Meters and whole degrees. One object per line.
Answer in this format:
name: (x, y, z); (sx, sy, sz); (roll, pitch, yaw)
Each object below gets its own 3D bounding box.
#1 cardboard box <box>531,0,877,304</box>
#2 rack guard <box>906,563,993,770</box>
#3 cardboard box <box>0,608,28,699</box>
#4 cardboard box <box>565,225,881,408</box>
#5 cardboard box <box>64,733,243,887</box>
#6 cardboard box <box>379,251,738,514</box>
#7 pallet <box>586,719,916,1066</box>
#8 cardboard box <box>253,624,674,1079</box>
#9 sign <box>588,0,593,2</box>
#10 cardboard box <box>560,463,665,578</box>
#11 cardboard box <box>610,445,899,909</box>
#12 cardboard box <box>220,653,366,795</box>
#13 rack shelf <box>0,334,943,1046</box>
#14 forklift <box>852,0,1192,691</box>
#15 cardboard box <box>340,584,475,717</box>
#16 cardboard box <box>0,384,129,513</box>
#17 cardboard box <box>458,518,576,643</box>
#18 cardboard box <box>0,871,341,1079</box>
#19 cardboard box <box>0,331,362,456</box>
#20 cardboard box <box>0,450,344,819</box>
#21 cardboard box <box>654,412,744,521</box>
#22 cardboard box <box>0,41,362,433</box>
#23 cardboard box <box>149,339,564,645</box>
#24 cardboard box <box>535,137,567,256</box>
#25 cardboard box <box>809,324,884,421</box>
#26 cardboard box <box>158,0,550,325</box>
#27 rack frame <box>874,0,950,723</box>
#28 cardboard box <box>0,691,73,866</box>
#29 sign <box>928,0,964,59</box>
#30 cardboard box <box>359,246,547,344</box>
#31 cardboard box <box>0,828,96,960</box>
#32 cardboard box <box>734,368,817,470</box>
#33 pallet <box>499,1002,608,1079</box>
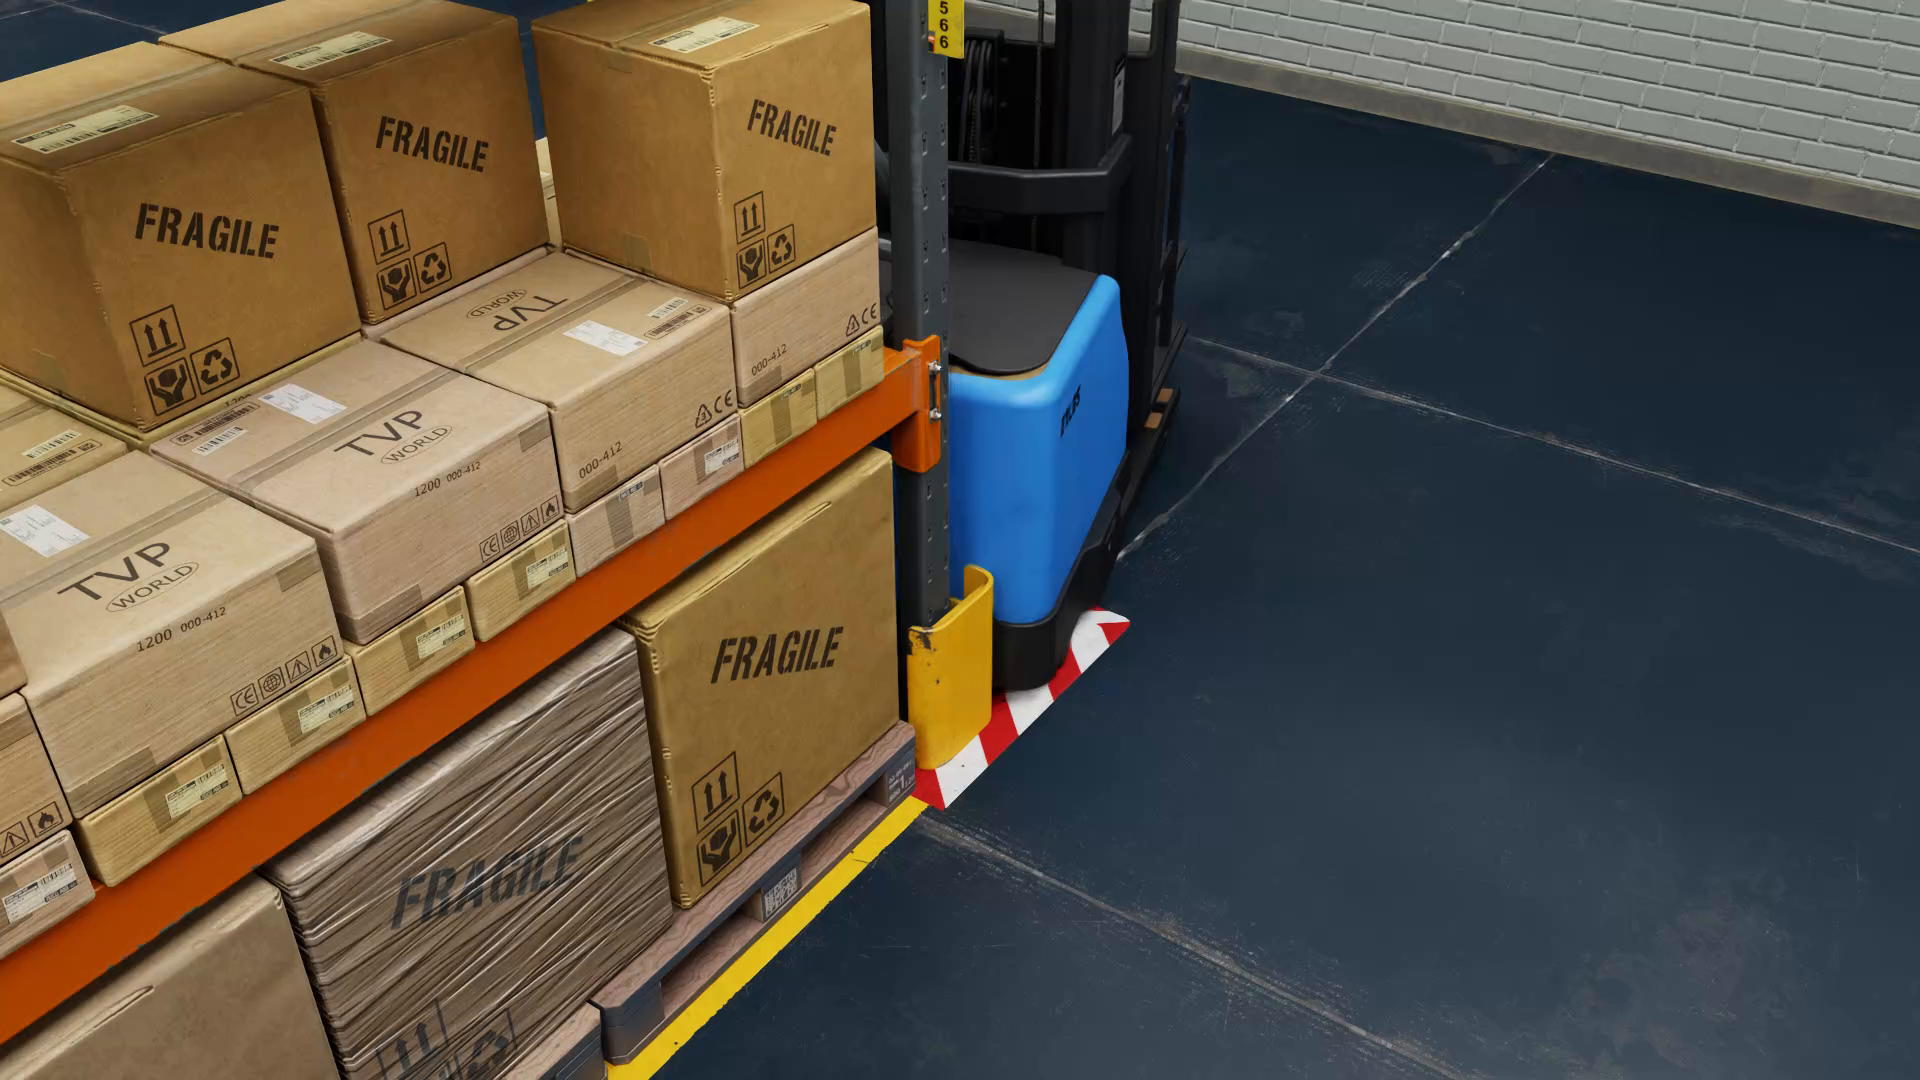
cardboard box: (-0.533, -0.886, 3.582); (0.500, 0.500, 0.500); (22, 40, 29)
rack guard: (-0.458, 0.202, 5.005); (1.175, 0.500, 0.348); (21, 39, 28)
cardboard box: (-1.689, 0.043, 2.208); (0.500, 0.500, 0.500); (20, 39, 27)
cardboard box: (-0.530, -0.576, 3.792); (0.500, 0.250, 0.500); (21, 39, 27)
cardboard box: (-1.423, 0.374, 2.743); (0.380, 0.149, 0.250); (20, 39, 27)
cardboard box: (-0.820, -0.343, 3.448); (0.500, 0.250, 0.500); (21, 39, 27)
pallet: (-0.863, 0.725, 4.489); (1.003, 0.211, 1.213); (21, 39, 28)
cardboard box: (-1.290, 0.622, 3.674); (0.875, 0.875, 0.875); (21, 39, 28)
sign: (-0.924, -1.394, 4.290); (0.100, 0.325, 0.005); (21, 39, 28)
cardboard box: (-0.839, -0.099, 3.443); (0.380, 0.149, 0.250); (22, 40, 29)
cardboard box: (-0.771, 0.204, 4.293); (0.875, 0.875, 0.875); (21, 39, 28)
cardboard box: (-1.276, 0.254, 2.921); (0.380, 0.149, 0.250); (22, 40, 29)
rack shelf: (-1.612, 0.396, 3.129); (1.077, 0.370, 4.000); (21, 39, 28)
forklift: (0.210, -1.587, 5.480); (1.130, 2.935, 3.031); (10, 35, 15)
cardboard box: (-1.133, 0.140, 3.089); (0.380, 0.149, 0.250); (21, 40, 28)
cardboard box: (-1.841, -0.036, 2.994); (0.500, 0.250, 0.500); (20, 39, 27)
cardboard box: (-0.985, 0.021, 3.266); (0.380, 0.149, 0.250); (20, 39, 27)
cardboard box: (-1.797, 1.032, 3.068); (0.875, 0.875, 0.875); (21, 39, 28)
cardboard box: (-1.547, -0.278, 3.351); (0.500, 0.250, 0.500); (20, 39, 27)
cardboard box: (-1.403, 0.133, 2.745); (0.500, 0.250, 0.500); (21, 40, 28)
cardboard box: (-0.696, -0.214, 3.613); (0.380, 0.149, 0.250); (21, 40, 28)
cardboard box: (-1.543, -0.589, 3.143); (0.500, 0.500, 0.500); (20, 39, 27)
cardboard box: (-1.110, -0.108, 3.101); (0.500, 0.250, 0.500); (20, 39, 27)
cardboard box: (-0.967, -0.749, 4.048); (0.500, 0.250, 0.500); (20, 39, 27)
cardboard box: (-0.404, -0.450, 3.961); (0.380, 0.149, 0.250); (22, 40, 29)
cardboard box: (-1.252, -0.830, 3.498); (0.500, 0.500, 0.500); (20, 39, 27)
rack frame: (-0.472, -0.823, 4.289); (1.000, 3.000, 0.127); (21, 39, 28)
cardboard box: (-1.691, 0.357, 2.413); (0.500, 0.250, 0.500); (22, 40, 29)
sign: (-0.034, -1.221, 3.632); (0.100, 0.325, 0.005); (21, 39, 28)
cardboard box: (-1.258, -0.508, 3.692); (0.500, 0.250, 0.500); (21, 39, 28)
cardboard box: (-1.572, 0.496, 2.564); (0.380, 0.149, 0.250); (22, 40, 29)
cardboard box: (-0.551, -0.329, 3.784); (0.380, 0.149, 0.250); (22, 40, 29)
pallet: (-1.559, 1.285, 3.662); (1.003, 0.211, 1.213); (21, 39, 28)
